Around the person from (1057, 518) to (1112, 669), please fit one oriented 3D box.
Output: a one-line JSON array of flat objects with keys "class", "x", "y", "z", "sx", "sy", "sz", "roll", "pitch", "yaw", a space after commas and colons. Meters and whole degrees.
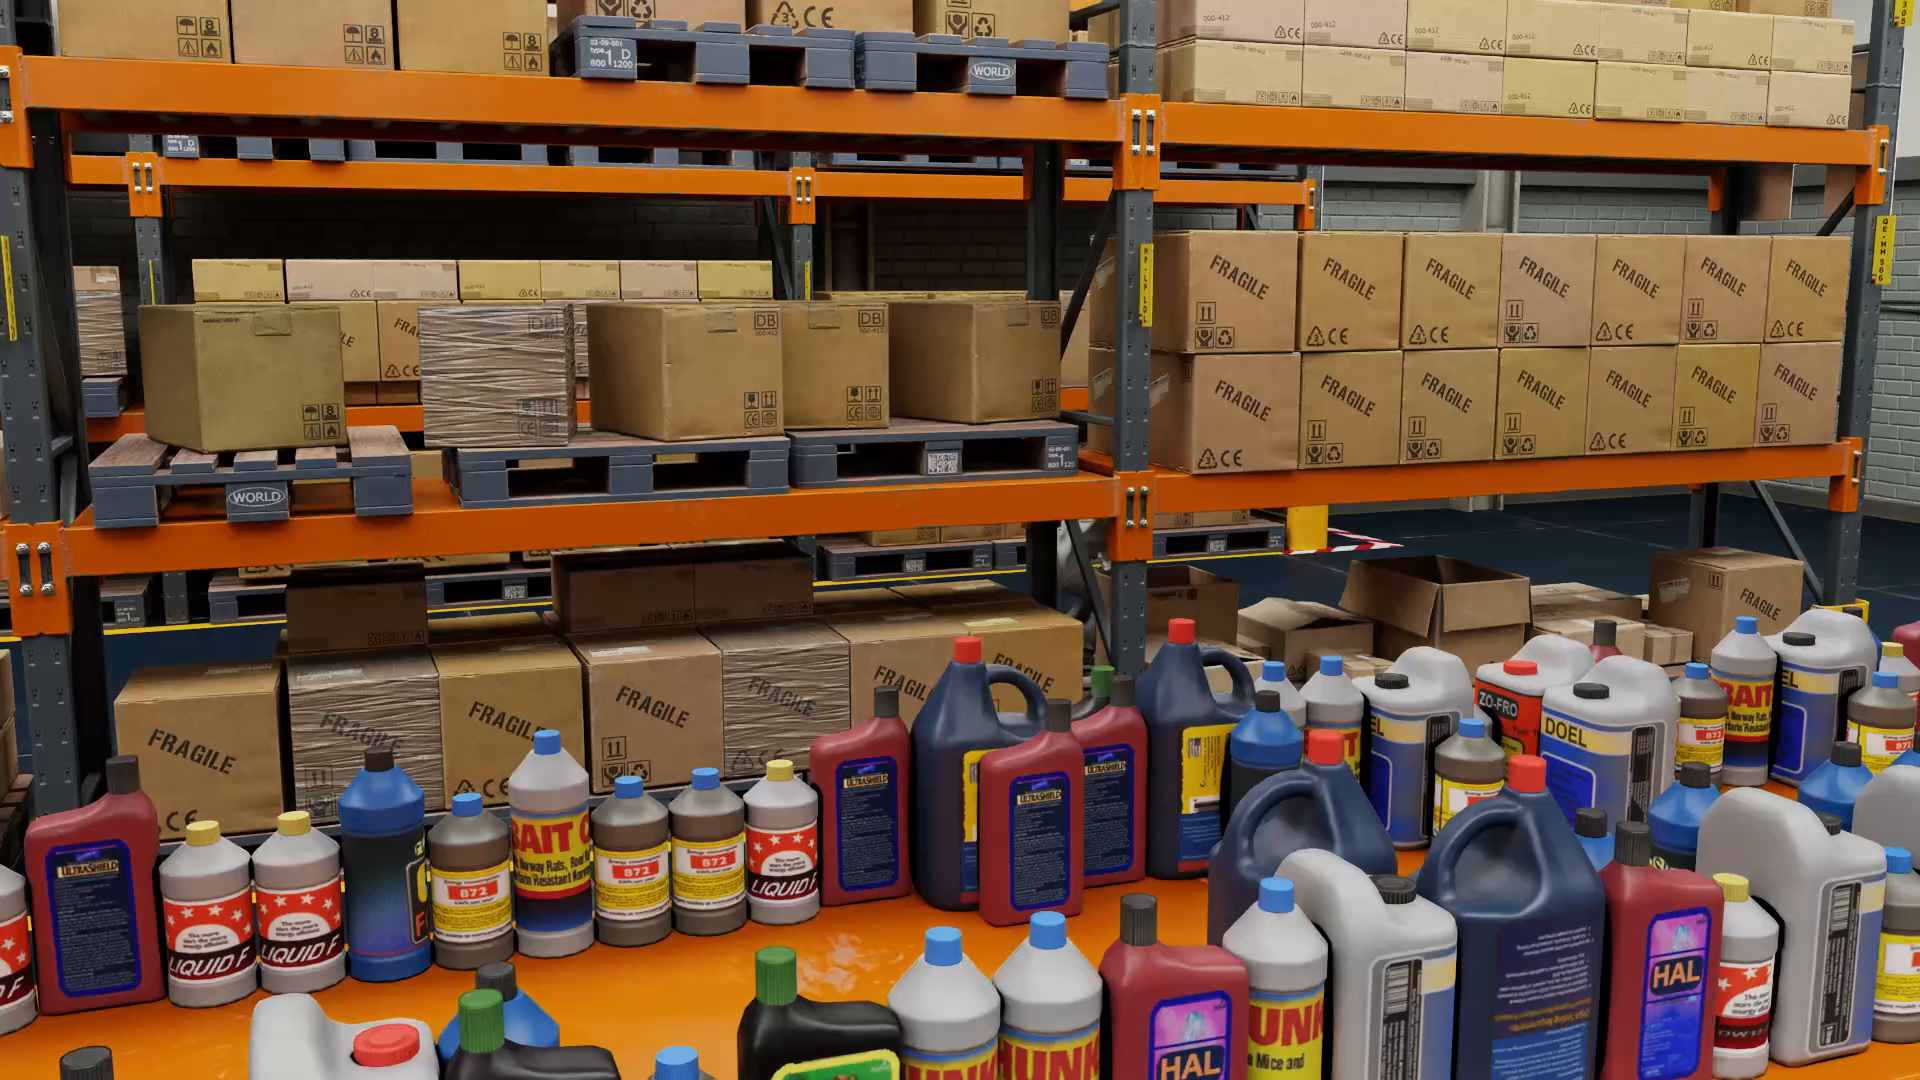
[{"class": "person", "x": 0.720, "y": 0.170, "z": 9.113, "sx": 0.757, "sy": 1.039, "sz": 0.458, "roll": -4, "pitch": 10, "yaw": -21}]
